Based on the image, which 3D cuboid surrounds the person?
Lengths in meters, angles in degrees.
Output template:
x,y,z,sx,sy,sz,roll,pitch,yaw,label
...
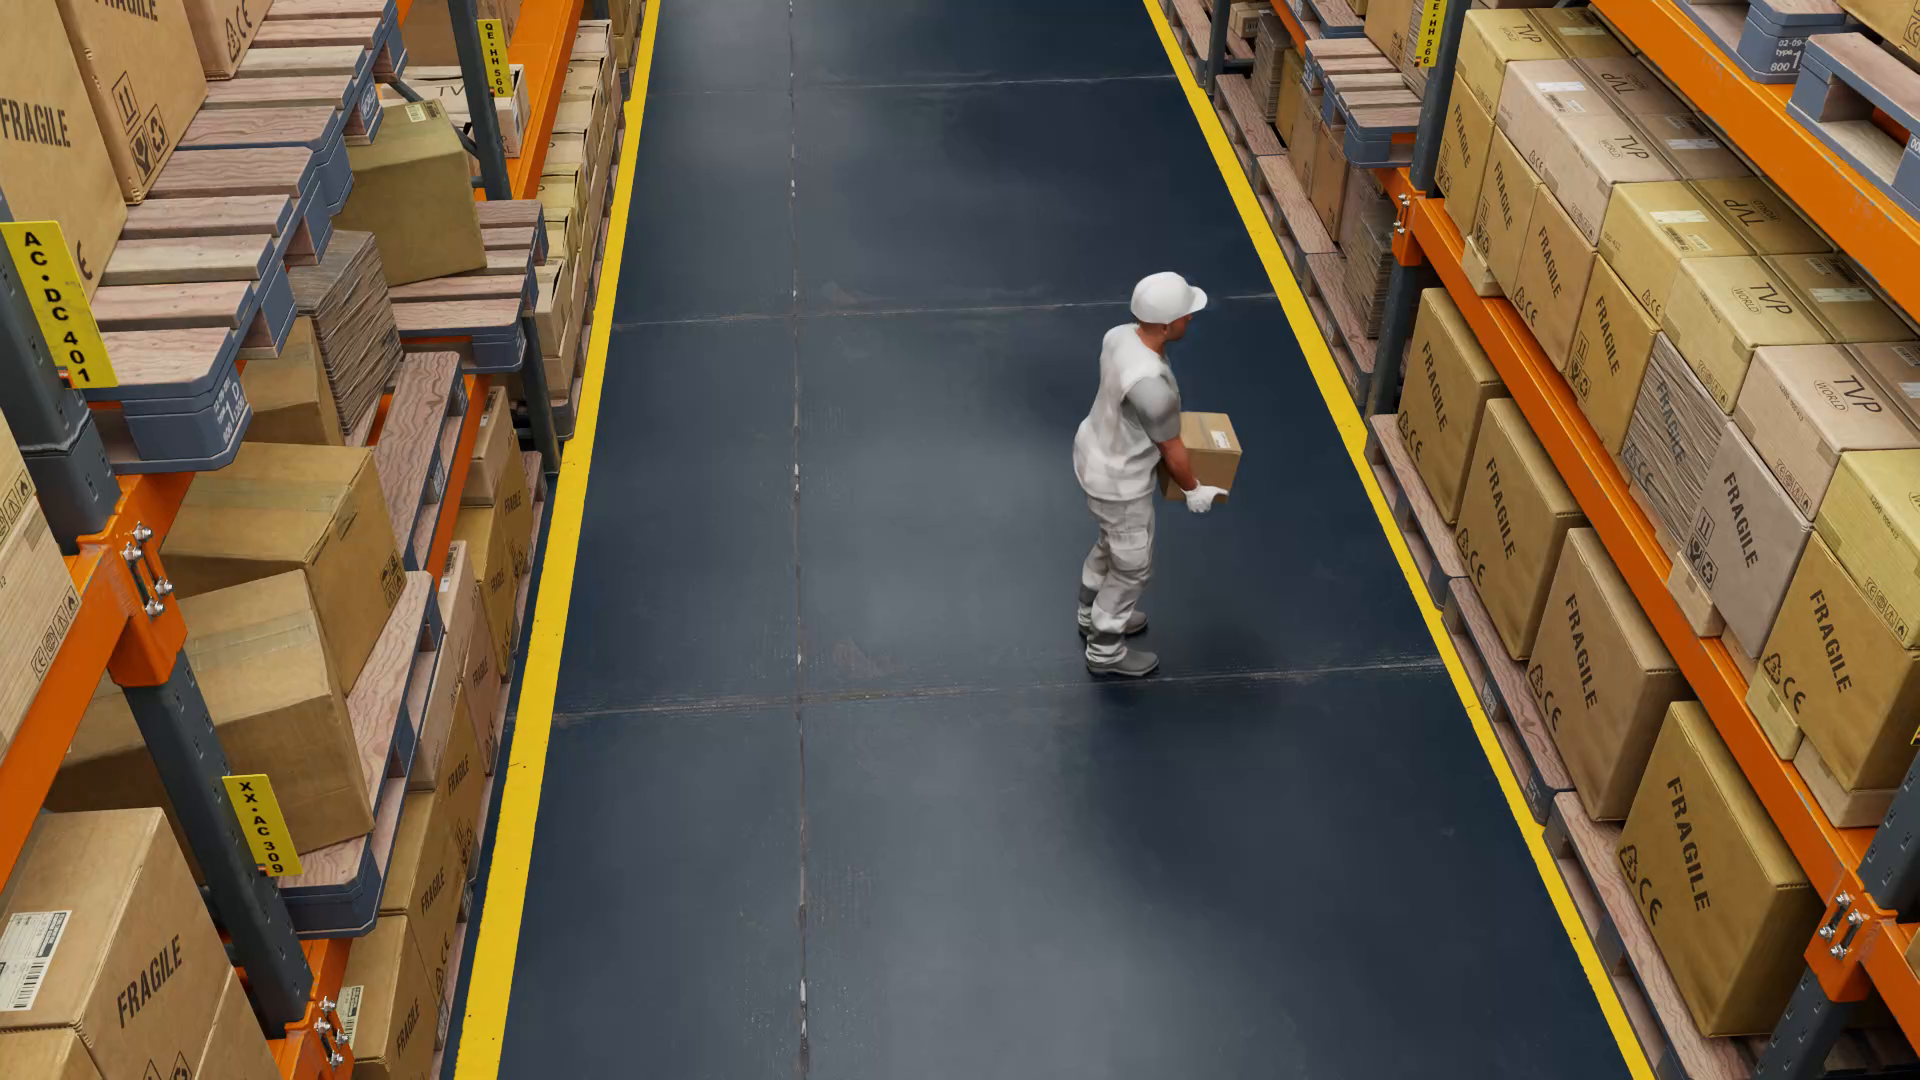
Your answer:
x,y,z,sx,sy,sz,roll,pitch,yaw,label
0.730,-0.253,6.461,0.580,1.772,0.491,-4,39,-5,person
